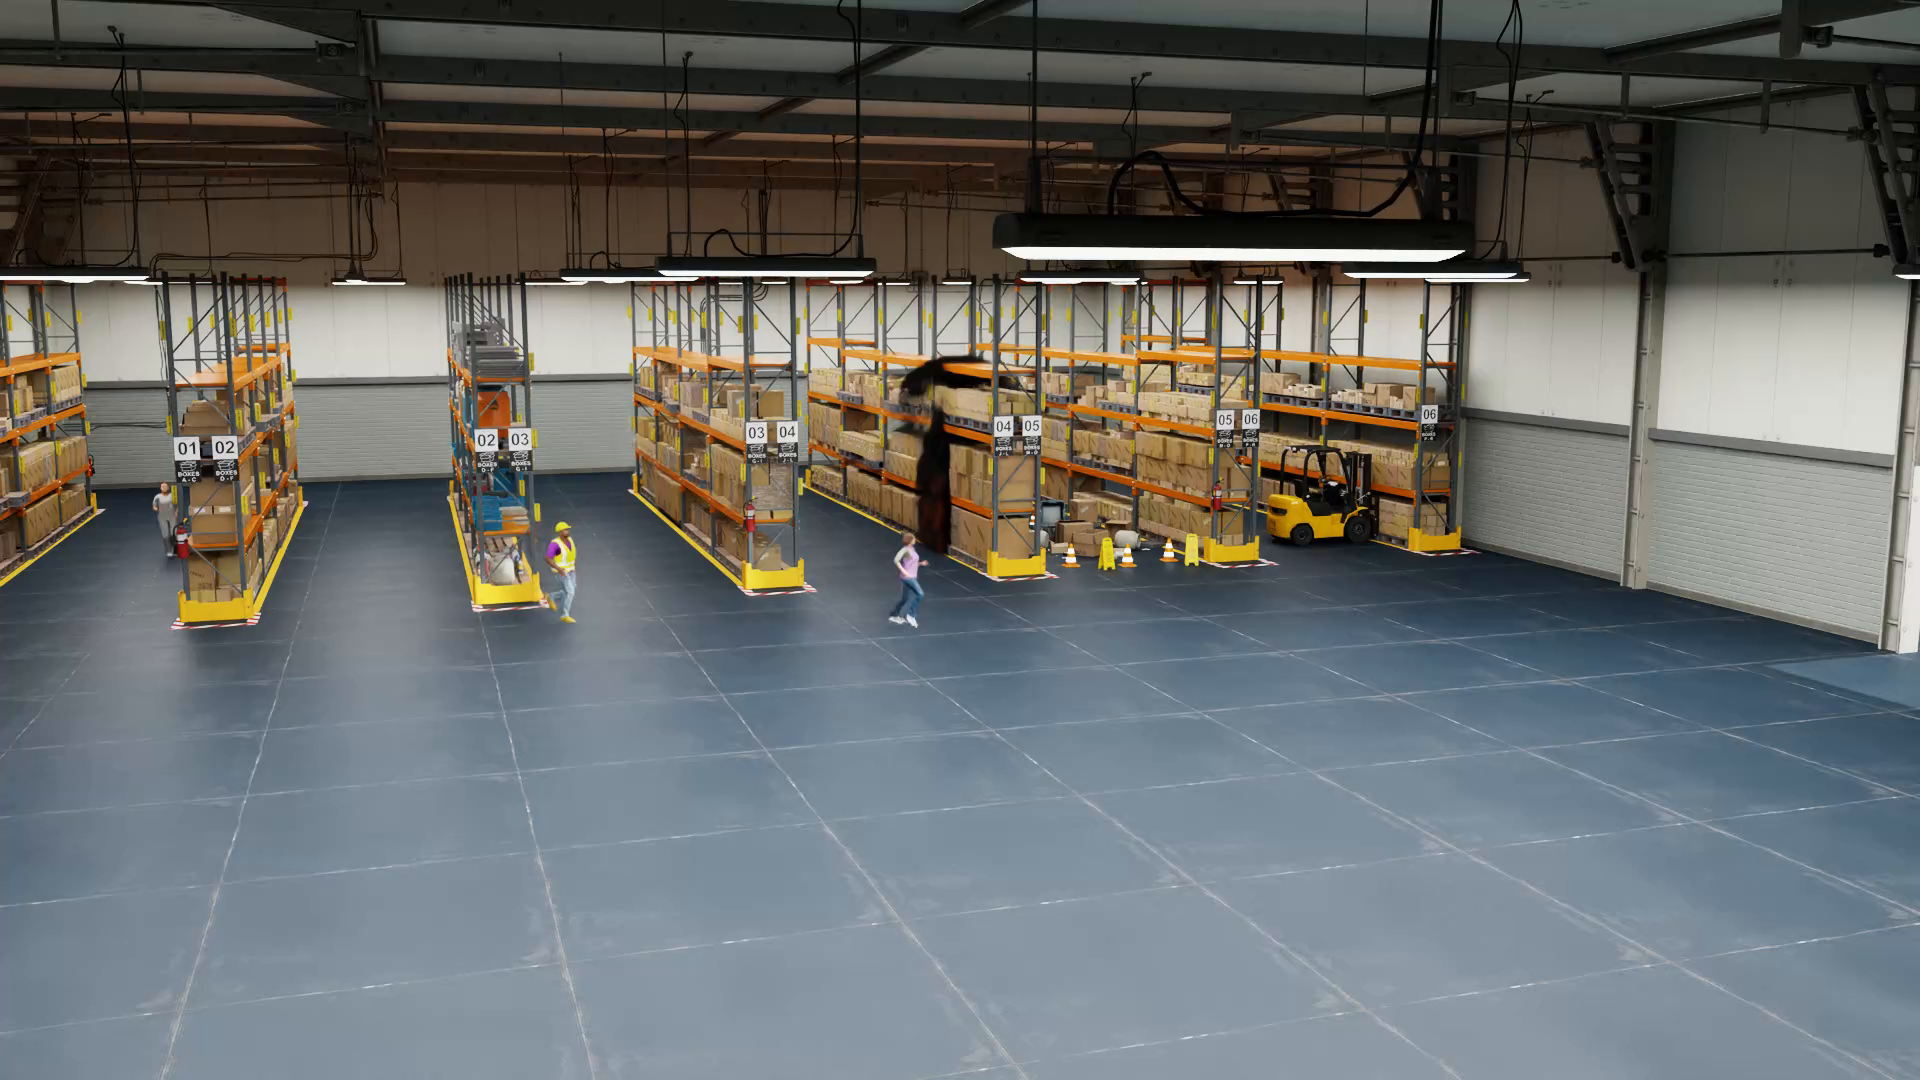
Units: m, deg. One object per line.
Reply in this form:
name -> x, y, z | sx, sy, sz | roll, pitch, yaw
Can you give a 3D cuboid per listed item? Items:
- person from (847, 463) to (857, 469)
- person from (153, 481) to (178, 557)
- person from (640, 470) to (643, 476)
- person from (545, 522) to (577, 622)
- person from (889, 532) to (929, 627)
person -> -3.356, -2.556, 49.734 | 0.648, 1.627, 0.619 | 6, 11, 36
person -> -16.899, -0.437, 35.474 | 0.553, 1.628, 0.564 | -4, 10, -27
person -> -9.087, -2.430, 48.419 | 0.871, 1.798, 0.696 | -1, 9, -8
person -> -6.940, 0.545, 28.816 | 0.650, 1.750, 0.704 | 4, 9, 23
person -> -0.873, 0.680, 28.362 | 0.695, 1.616, 0.514 | 1, 9, 5
